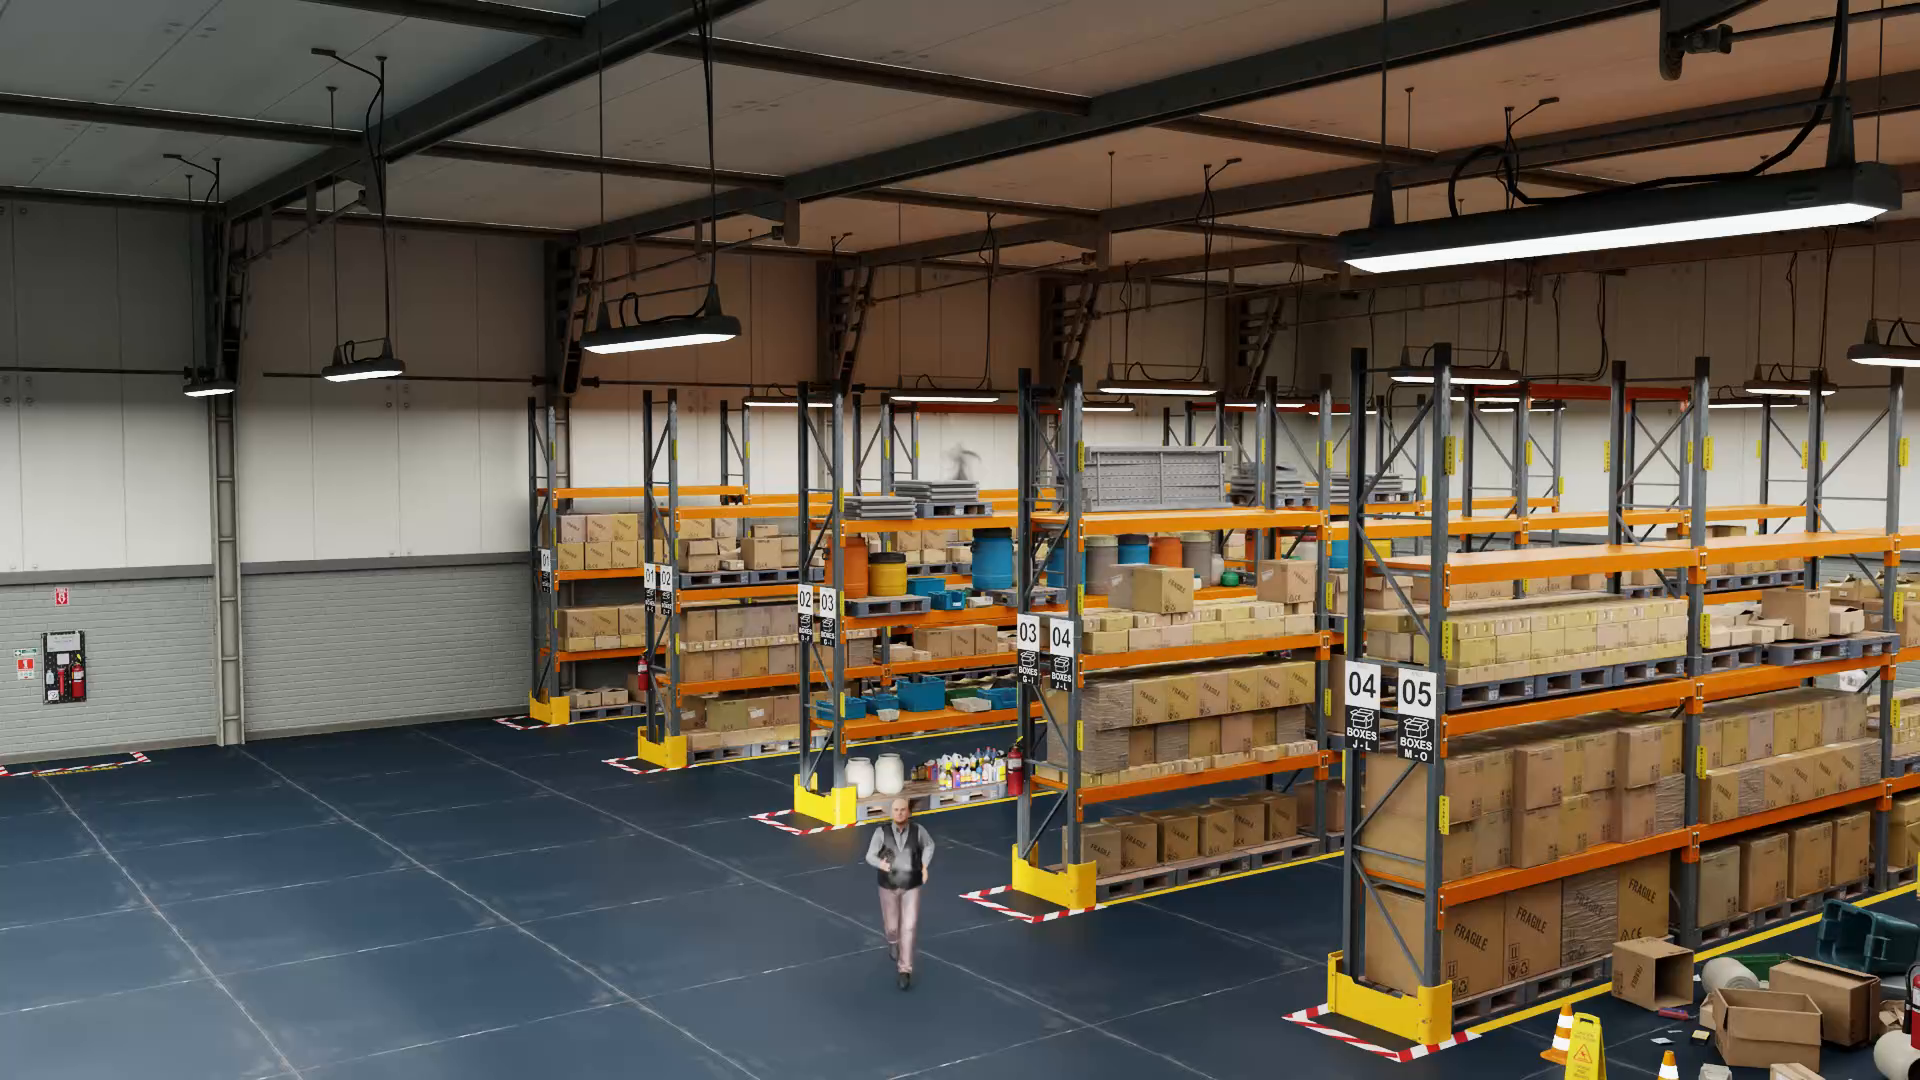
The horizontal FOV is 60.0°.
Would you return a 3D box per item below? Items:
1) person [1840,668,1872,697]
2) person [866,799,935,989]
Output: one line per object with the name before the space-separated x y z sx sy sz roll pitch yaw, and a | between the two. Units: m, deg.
person | 15.041 2.677 27.897 0.576 1.682 0.663 0 3 5
person | -0.569 3.328 15.928 0.663 1.693 0.990 0 3 -1
